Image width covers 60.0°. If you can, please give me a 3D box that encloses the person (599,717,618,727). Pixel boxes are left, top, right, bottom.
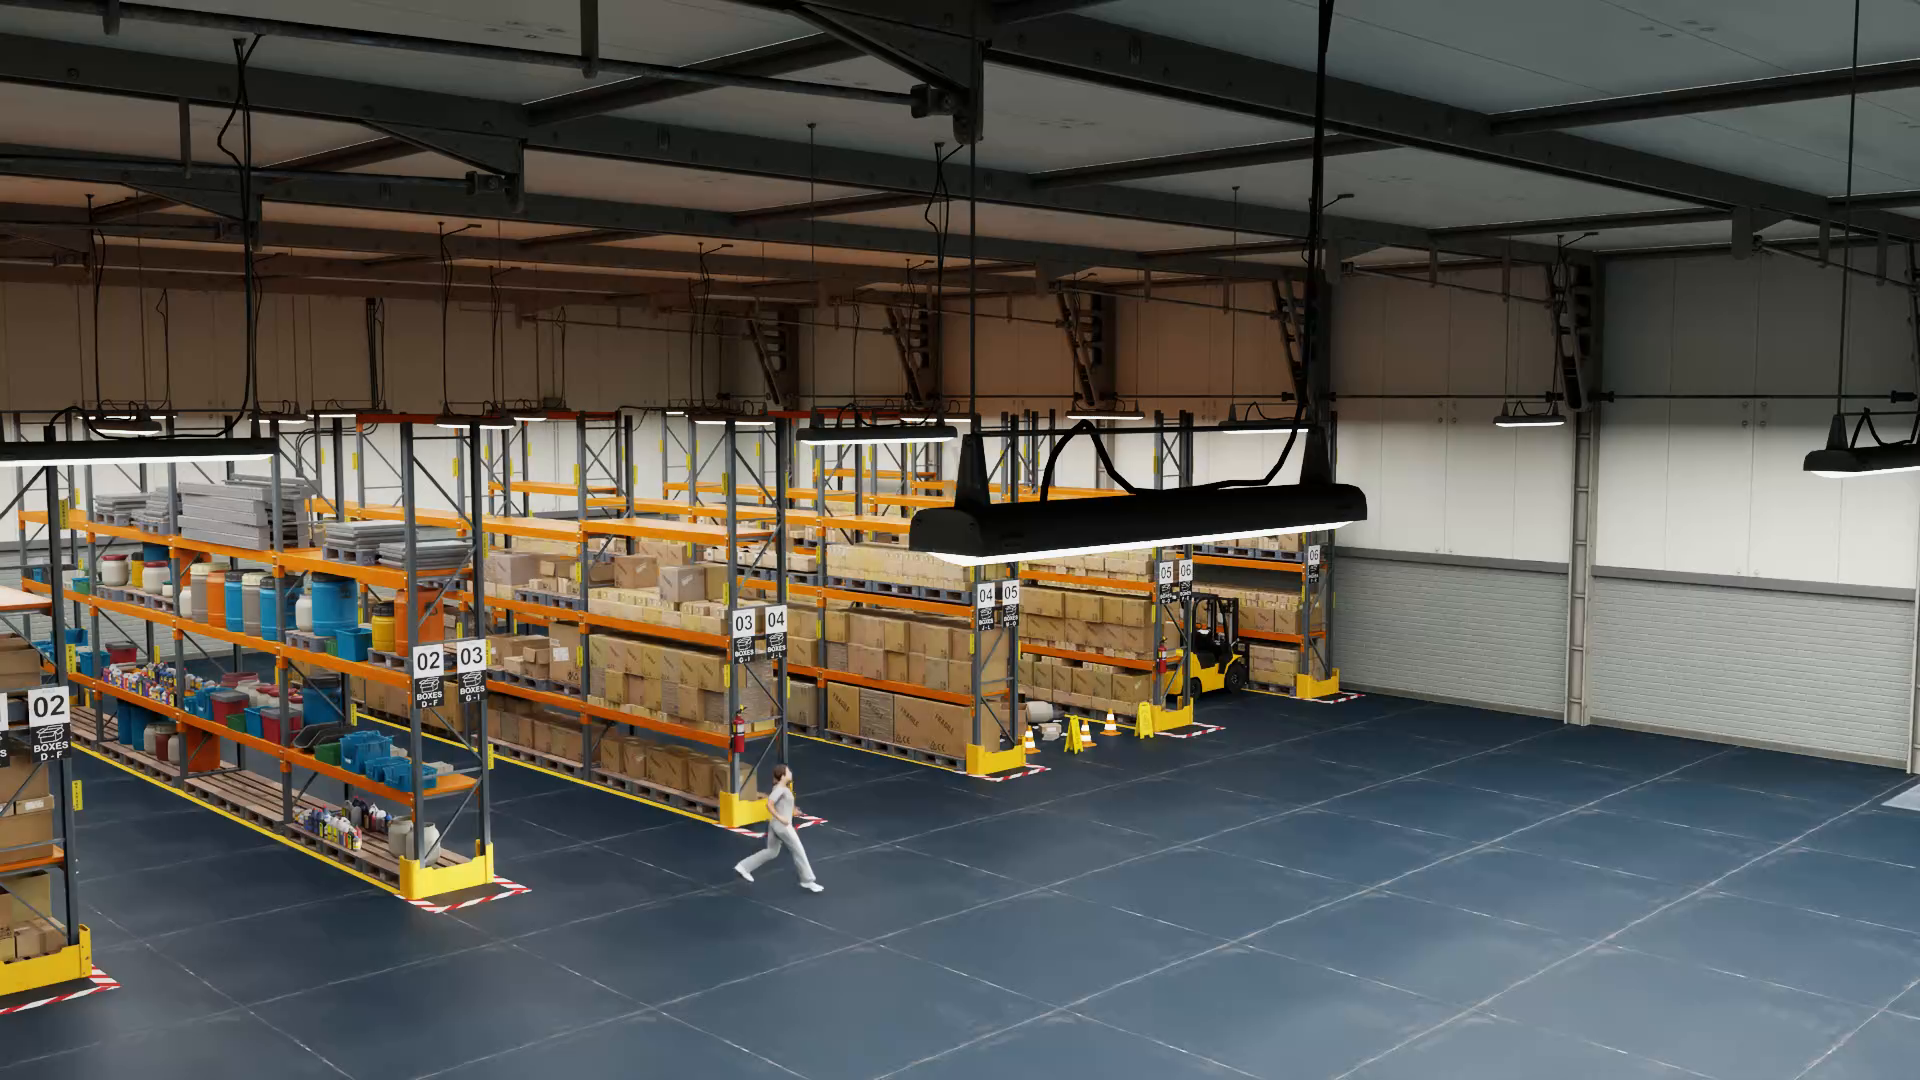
[{"bbox_3d":[-6.456,2.758,30.927,0.861,1.741,0.742,5,7,44],"label":"person"}]

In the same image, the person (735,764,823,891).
[{"bbox_3d":[-2.313,3.671,21.170,1.125,1.674,0.536,-2,5,-20],"label":"person"}]
